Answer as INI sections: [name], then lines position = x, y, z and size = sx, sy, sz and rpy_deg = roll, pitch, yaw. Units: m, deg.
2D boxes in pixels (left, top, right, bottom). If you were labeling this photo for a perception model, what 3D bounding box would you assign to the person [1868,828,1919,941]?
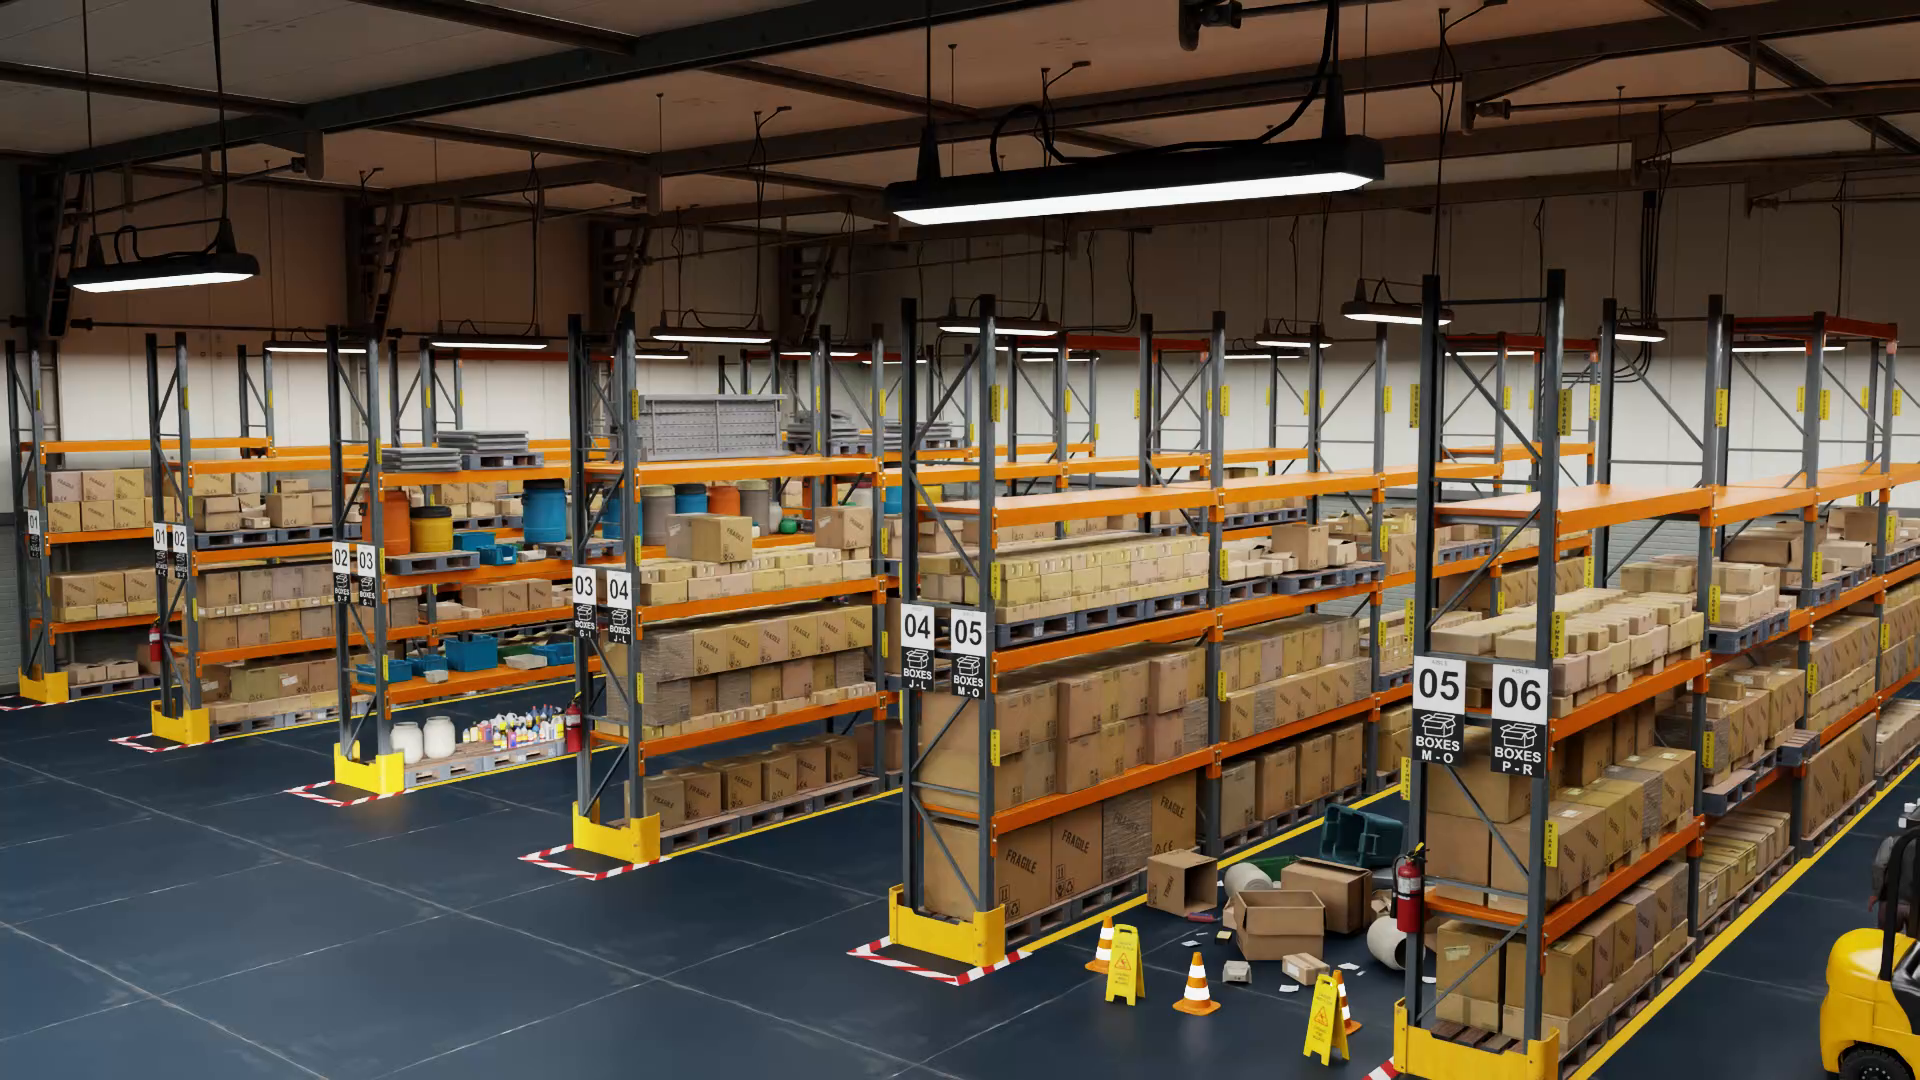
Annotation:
[person]
position = 8.032, 3.101, 14.075
size = 0.585, 1.616, 0.739
rpy_deg = 4, 7, 39
